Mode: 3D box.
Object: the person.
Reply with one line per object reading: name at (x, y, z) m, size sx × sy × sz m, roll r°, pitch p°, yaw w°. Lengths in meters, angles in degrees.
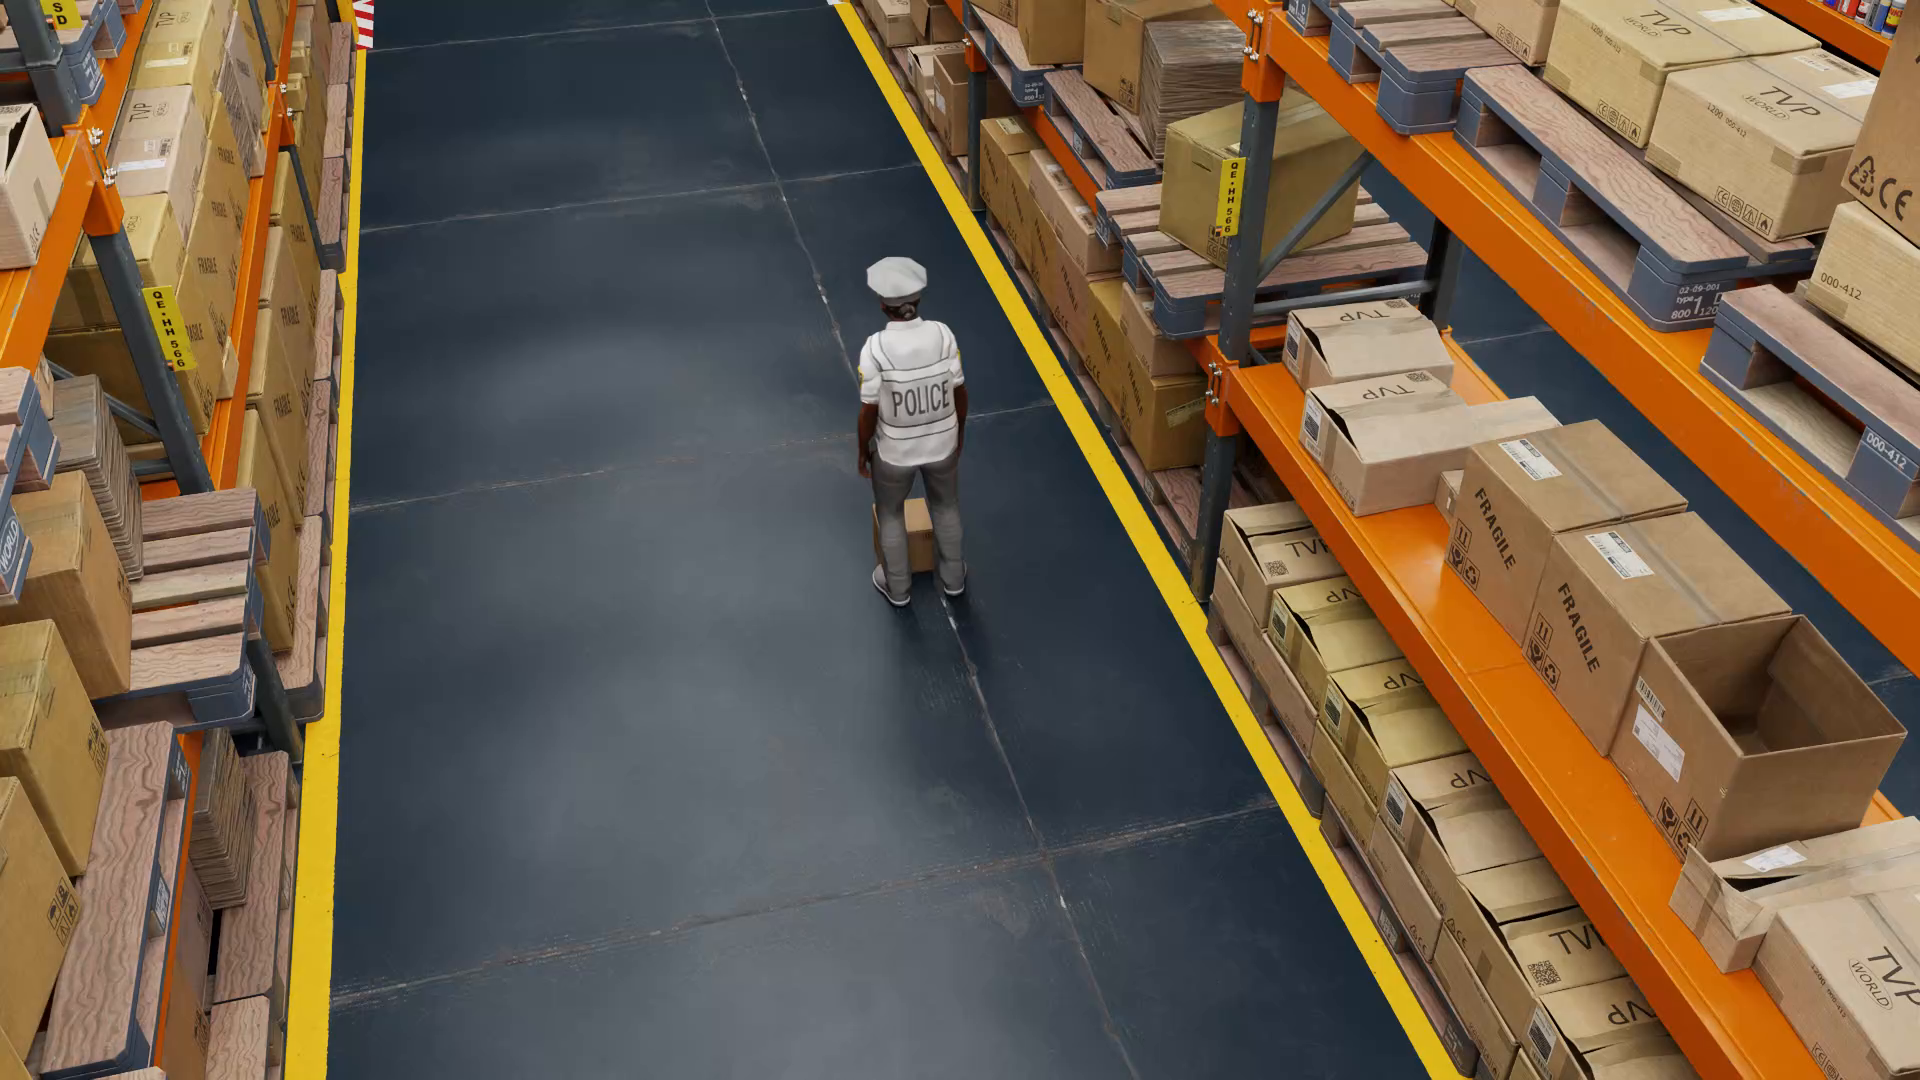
person at (-0.199, -0.428, 7.253) m, size 0.520 × 1.658 × 0.399 m, roll -10°, pitch 40°, yaw -13°
